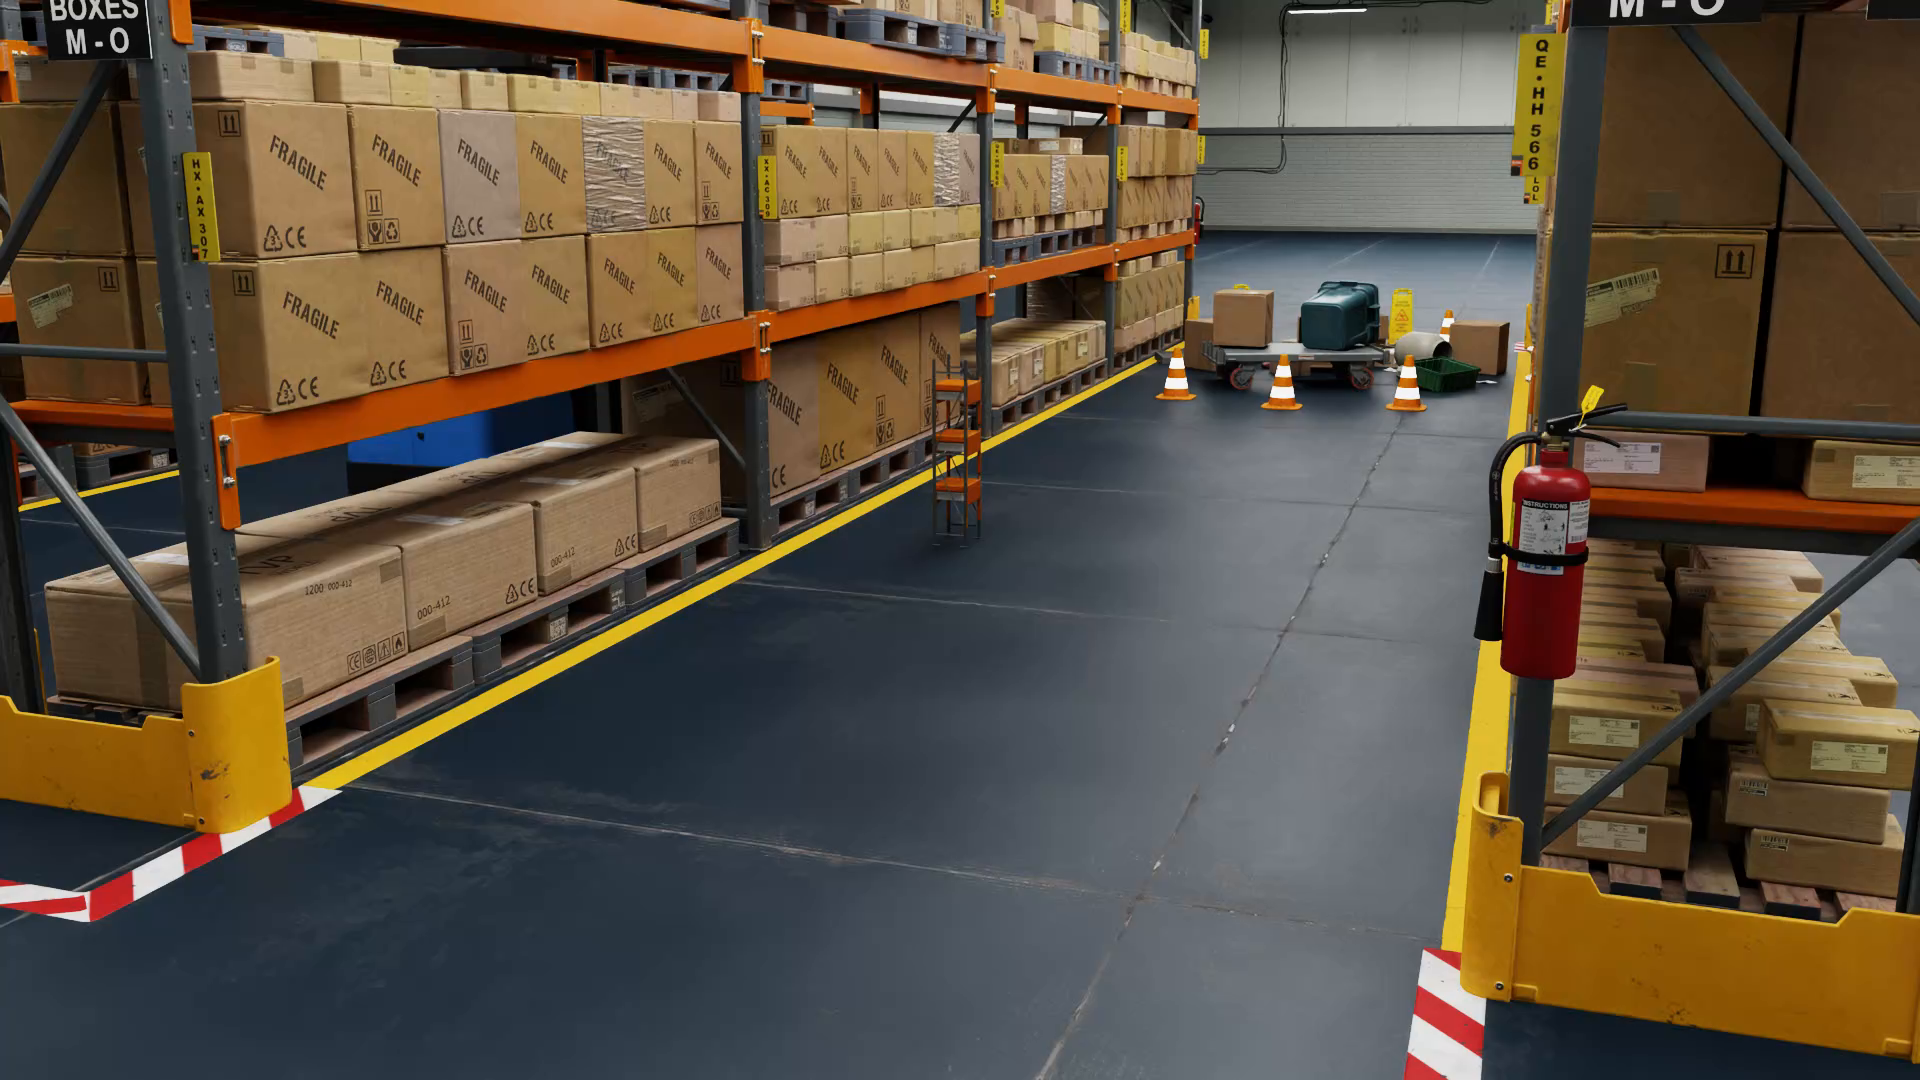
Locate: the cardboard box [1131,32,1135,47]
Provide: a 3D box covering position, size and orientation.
[{"bbox_3d":[1.514,-4.951,16.469,0.380,0.149,0.250,5,14,20],"label":"cardboard box"}]

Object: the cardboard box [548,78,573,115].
[{"bbox_3d":[-1.879,-1.885,7.077,0.380,0.149,0.250,4,14,18],"label":"cardboard box"}]

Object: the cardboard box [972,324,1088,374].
[{"bbox_3d":[0.650,-1.784,15.523,0.950,0.372,0.625,5,14,22],"label":"cardboard box"}]

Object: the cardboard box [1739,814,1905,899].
[{"bbox_3d":[2.353,0.837,4.541,0.380,0.149,0.250,5,14,20],"label":"cardboard box"}]

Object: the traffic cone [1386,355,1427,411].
[{"bbox_3d":[3.900,-1.377,14.480,0.336,0.463,0.334,4,14,18],"label":"traffic cone"}]

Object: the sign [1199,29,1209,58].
[{"bbox_3d":[2.859,-5.814,19.491,0.100,0.325,0.005,4,14,18],"label":"sign"}]

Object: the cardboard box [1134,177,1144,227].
[{"bbox_3d":[1.593,-3.496,17.171,0.500,0.500,0.500,4,14,18],"label":"cardboard box"}]

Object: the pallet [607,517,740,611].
[{"bbox_3d":[-1.862,0.076,8.680,1.003,0.211,1.213,4,14,18],"label":"pallet"}]

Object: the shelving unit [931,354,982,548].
[{"bbox_3d":[-0.017,-0.501,9.322,0.215,1.050,0.252,4,14,18],"label":"shelving unit"}]

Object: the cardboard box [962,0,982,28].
[{"bbox_3d":[-0.227,-3.907,11.949,0.797,0.503,0.637,3,13,15],"label":"cardboard box"}]

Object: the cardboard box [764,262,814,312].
[{"bbox_3d":[-1.150,-1.438,9.386,0.500,0.250,0.500,4,13,17],"label":"cardboard box"}]

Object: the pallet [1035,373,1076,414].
[{"bbox_3d":[0.403,-1.341,14.889,1.003,0.211,1.213,4,14,18],"label":"pallet"}]

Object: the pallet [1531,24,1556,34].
[{"bbox_3d":[4.627,-3.455,11.566,1.213,0.211,1.003,5,14,21],"label":"pallet"}]

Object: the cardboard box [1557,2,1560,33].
[{"bbox_3d":[3.877,-3.249,10.017,0.500,0.500,0.500,4,14,18],"label":"cardboard box"}]

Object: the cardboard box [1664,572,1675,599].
[{"bbox_3d":[3.054,0.188,6.718,0.380,0.149,0.250,4,14,19],"label":"cardboard box"}]

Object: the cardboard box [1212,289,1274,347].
[{"bbox_3d":[2.741,-2.151,16.087,0.500,0.500,0.500,4,14,18],"label":"cardboard box"}]

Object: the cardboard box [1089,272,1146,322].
[{"bbox_3d":[1.655,-2.570,17.559,0.500,0.500,0.500,5,14,21],"label":"cardboard box"}]

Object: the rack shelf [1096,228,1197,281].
[{"bbox_3d":[1.694,-3.193,18.351,1.077,0.370,4.000,4,14,18],"label":"rack shelf"}]

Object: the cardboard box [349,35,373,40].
[{"bbox_3d":[-4.935,-4.075,13.301,0.380,0.149,0.250,4,13,17],"label":"cardboard box"}]

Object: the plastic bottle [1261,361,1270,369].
[{"bbox_3d":[3.239,-1.826,17.352,0.133,0.061,0.283,7,15,28],"label":"plastic bottle"}]

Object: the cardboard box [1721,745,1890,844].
[{"bbox_3d":[2.293,0.688,4.528,0.380,0.149,0.250,5,14,21],"label":"cardboard box"}]

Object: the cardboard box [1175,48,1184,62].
[{"bbox_3d":[2.326,-5.494,18.850,0.380,0.149,0.250,4,14,18],"label":"cardboard box"}]

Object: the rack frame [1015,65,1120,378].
[{"bbox_3d":[1.047,-3.122,16.426,1.000,3.000,0.127,4,14,18],"label":"rack frame"}]

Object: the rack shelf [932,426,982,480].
[{"bbox_3d":[-0.017,-0.490,9.324,0.215,0.259,0.240,4,14,18],"label":"rack shelf"}]

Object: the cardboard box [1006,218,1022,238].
[{"bbox_3d":[0.289,-2.529,13.447,0.380,0.149,0.250,3,13,15],"label":"cardboard box"}]

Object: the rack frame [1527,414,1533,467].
[{"bbox_3d":[3.175,-1.103,7.578,1.000,3.000,0.127,4,14,18],"label":"rack frame"}]

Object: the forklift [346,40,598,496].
[{"bbox_3d":[-2.893,-1.897,11.214,1.130,2.935,3.031,4,13,15],"label":"forklift"}]

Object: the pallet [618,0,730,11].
[{"bbox_3d":[-1.816,-2.685,7.971,1.003,0.211,1.213,4,14,18],"label":"pallet"}]

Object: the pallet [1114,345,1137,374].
[{"bbox_3d":[1.230,-1.907,17.367,1.003,0.211,1.213,4,14,18],"label":"pallet"}]

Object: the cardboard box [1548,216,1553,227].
[{"bbox_3d":[1.954,-0.675,4.813,0.500,0.500,0.500,4,13,17],"label":"cardboard box"}]

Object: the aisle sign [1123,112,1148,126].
[{"bbox_3d":[2.068,-5.267,19.982,0.394,0.787,0.004,4,14,18],"label":"aisle sign"}]

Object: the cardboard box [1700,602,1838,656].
[{"bbox_3d":[2.650,0.322,5.461,0.380,0.149,0.250,5,14,21],"label":"cardboard box"}]

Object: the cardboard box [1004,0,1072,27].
[{"bbox_3d":[0.670,-4.612,14.484,0.500,0.250,0.500,5,14,19],"label":"cardboard box"}]

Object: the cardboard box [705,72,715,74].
[{"bbox_3d":[-2.970,-5.307,18.652,0.380,0.149,0.250,5,14,20],"label":"cardboard box"}]

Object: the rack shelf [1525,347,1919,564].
[{"bbox_3d":[2.528,-0.331,5.813,1.077,0.370,4.000,4,14,18],"label":"rack shelf"}]

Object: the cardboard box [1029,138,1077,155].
[{"bbox_3d":[0.834,-3.518,14.866,0.380,0.149,0.250,4,13,16],"label":"cardboard box"}]

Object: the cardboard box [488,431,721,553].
[{"bbox_3d":[-1.847,-0.269,8.740,0.875,0.438,0.875,4,13,18],"label":"cardboard box"}]

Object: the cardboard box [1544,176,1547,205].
[{"bbox_3d":[2.285,-1.384,5.672,0.500,0.500,0.500,4,13,16],"label":"cardboard box"}]

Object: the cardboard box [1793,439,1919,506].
[{"bbox_3d":[2.295,-0.183,4.112,0.380,0.149,0.250,4,14,18],"label":"cardboard box"}]

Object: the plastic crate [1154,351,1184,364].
[{"bbox_3d":[2.330,-1.970,17.941,0.402,0.080,0.583,0,13,-1],"label":"plastic crate"}]

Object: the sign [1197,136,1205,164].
[{"bbox_3d":[2.859,-4.639,19.759,0.100,0.325,0.005,4,14,18],"label":"sign"}]

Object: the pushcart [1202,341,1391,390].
[{"bbox_3d":[3.220,-1.690,16.045,1.648,0.377,0.936,0,13,-1],"label":"pushcart"}]

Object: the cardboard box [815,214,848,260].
[{"bbox_3d":[-0.991,-1.793,9.814,0.500,0.250,0.500,5,14,19],"label":"cardboard box"}]

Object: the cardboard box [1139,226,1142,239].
[{"bbox_3d":[1.711,-3.266,17.621,0.380,0.149,0.250,4,14,18],"label":"cardboard box"}]

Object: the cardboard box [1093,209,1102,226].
[{"bbox_3d":[1.141,-3.076,15.846,0.380,0.149,0.250,5,14,19],"label":"cardboard box"}]

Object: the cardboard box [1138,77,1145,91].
[{"bbox_3d":[1.708,-4.727,17.280,0.380,0.149,0.250,4,13,17],"label":"cardboard box"}]

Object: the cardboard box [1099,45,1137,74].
[{"bbox_3d":[1.448,-4.729,16.396,0.500,0.250,0.500,4,13,17],"label":"cardboard box"}]

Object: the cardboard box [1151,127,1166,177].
[{"bbox_3d":[1.768,-4.090,17.527,0.700,0.500,0.500,4,13,17],"label":"cardboard box"}]

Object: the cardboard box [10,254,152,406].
[{"bbox_3d":[-2.930,-0.765,5.874,0.500,0.500,0.500,4,14,19],"label":"cardboard box"}]

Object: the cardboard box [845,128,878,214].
[{"bbox_3d":[-0.824,-2.261,10.179,0.500,0.500,0.500,4,13,17],"label":"cardboard box"}]

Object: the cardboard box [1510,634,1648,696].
[{"bbox_3d":[1.911,0.392,5.154,0.380,0.149,0.250,4,13,17],"label":"cardboard box"}]

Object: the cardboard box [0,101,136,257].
[{"bbox_3d":[-2.905,-1.250,5.754,0.500,0.500,0.500,5,14,20],"label":"cardboard box"}]
